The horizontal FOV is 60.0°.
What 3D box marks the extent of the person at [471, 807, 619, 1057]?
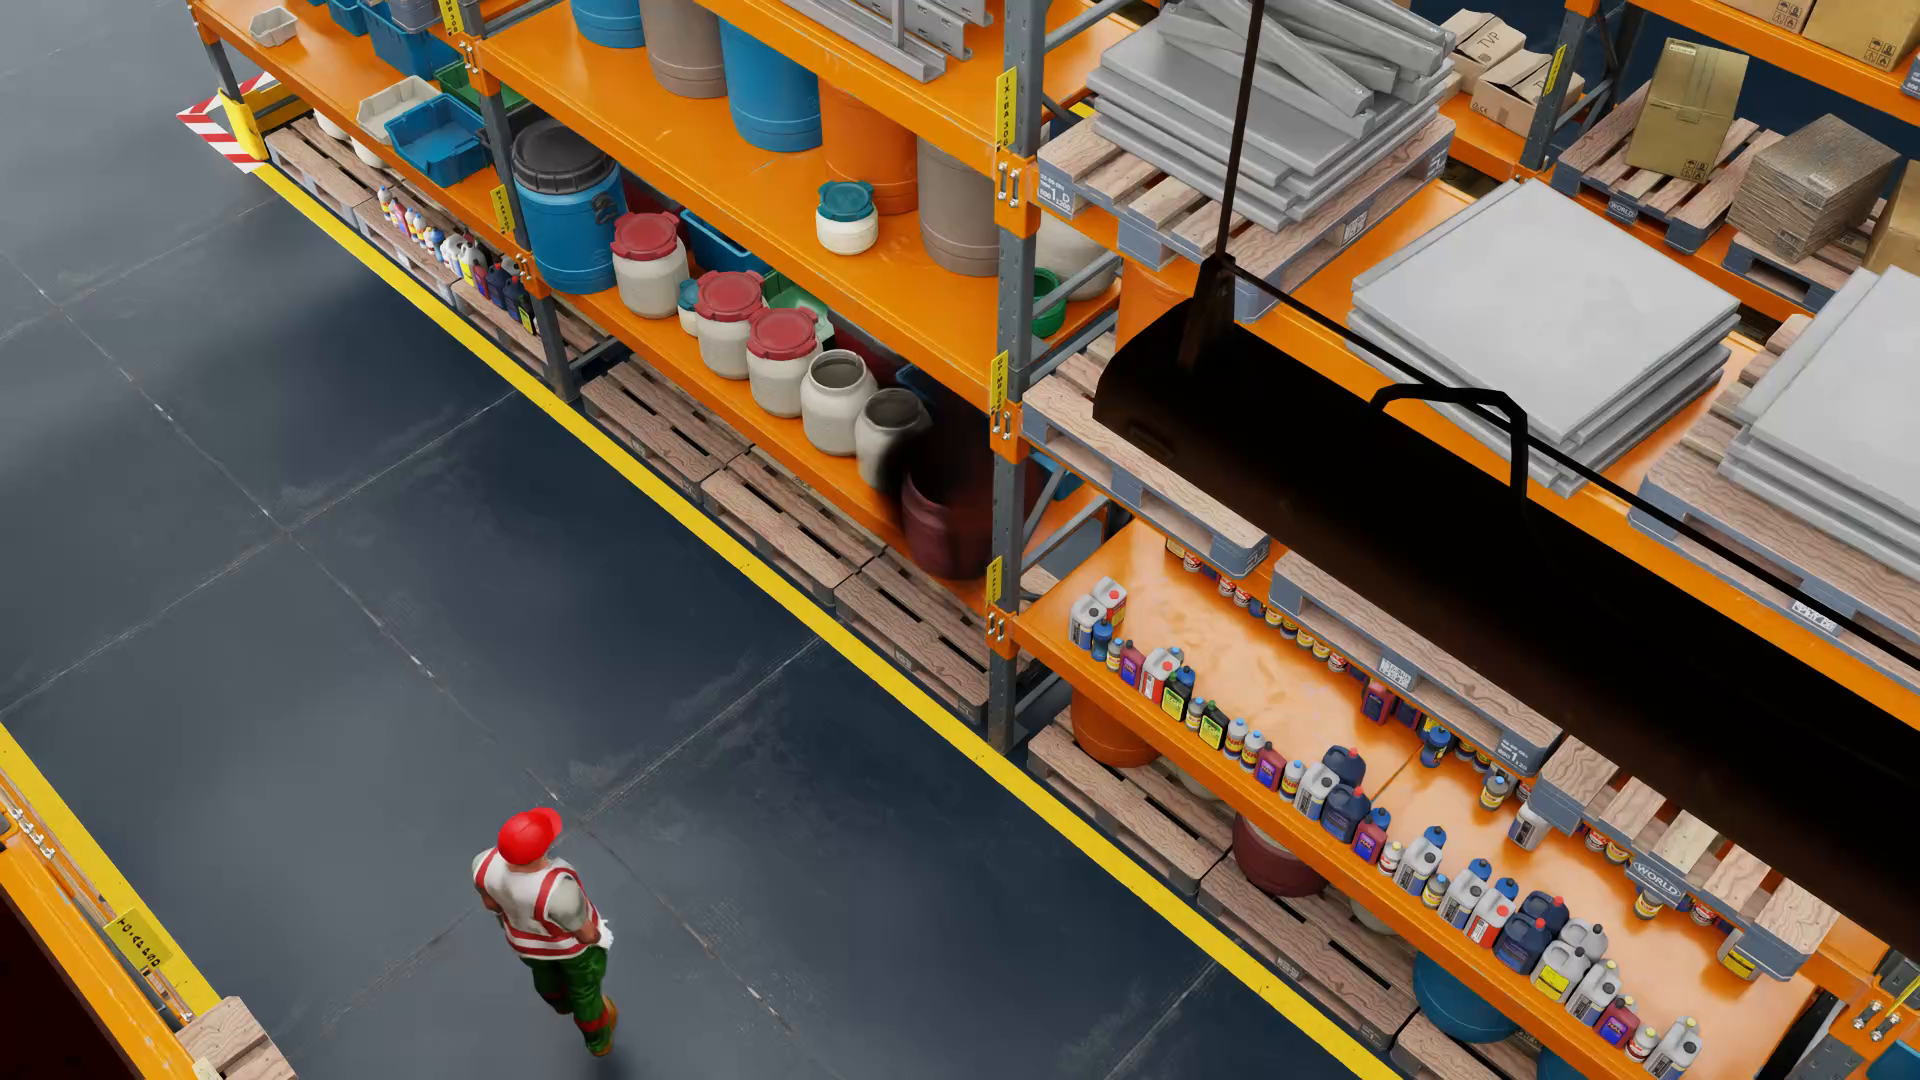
[{"bbox_3d":[-1.822,1.707,7.420,0.551,1.803,0.510,2,50,2],"label":"person"}]
